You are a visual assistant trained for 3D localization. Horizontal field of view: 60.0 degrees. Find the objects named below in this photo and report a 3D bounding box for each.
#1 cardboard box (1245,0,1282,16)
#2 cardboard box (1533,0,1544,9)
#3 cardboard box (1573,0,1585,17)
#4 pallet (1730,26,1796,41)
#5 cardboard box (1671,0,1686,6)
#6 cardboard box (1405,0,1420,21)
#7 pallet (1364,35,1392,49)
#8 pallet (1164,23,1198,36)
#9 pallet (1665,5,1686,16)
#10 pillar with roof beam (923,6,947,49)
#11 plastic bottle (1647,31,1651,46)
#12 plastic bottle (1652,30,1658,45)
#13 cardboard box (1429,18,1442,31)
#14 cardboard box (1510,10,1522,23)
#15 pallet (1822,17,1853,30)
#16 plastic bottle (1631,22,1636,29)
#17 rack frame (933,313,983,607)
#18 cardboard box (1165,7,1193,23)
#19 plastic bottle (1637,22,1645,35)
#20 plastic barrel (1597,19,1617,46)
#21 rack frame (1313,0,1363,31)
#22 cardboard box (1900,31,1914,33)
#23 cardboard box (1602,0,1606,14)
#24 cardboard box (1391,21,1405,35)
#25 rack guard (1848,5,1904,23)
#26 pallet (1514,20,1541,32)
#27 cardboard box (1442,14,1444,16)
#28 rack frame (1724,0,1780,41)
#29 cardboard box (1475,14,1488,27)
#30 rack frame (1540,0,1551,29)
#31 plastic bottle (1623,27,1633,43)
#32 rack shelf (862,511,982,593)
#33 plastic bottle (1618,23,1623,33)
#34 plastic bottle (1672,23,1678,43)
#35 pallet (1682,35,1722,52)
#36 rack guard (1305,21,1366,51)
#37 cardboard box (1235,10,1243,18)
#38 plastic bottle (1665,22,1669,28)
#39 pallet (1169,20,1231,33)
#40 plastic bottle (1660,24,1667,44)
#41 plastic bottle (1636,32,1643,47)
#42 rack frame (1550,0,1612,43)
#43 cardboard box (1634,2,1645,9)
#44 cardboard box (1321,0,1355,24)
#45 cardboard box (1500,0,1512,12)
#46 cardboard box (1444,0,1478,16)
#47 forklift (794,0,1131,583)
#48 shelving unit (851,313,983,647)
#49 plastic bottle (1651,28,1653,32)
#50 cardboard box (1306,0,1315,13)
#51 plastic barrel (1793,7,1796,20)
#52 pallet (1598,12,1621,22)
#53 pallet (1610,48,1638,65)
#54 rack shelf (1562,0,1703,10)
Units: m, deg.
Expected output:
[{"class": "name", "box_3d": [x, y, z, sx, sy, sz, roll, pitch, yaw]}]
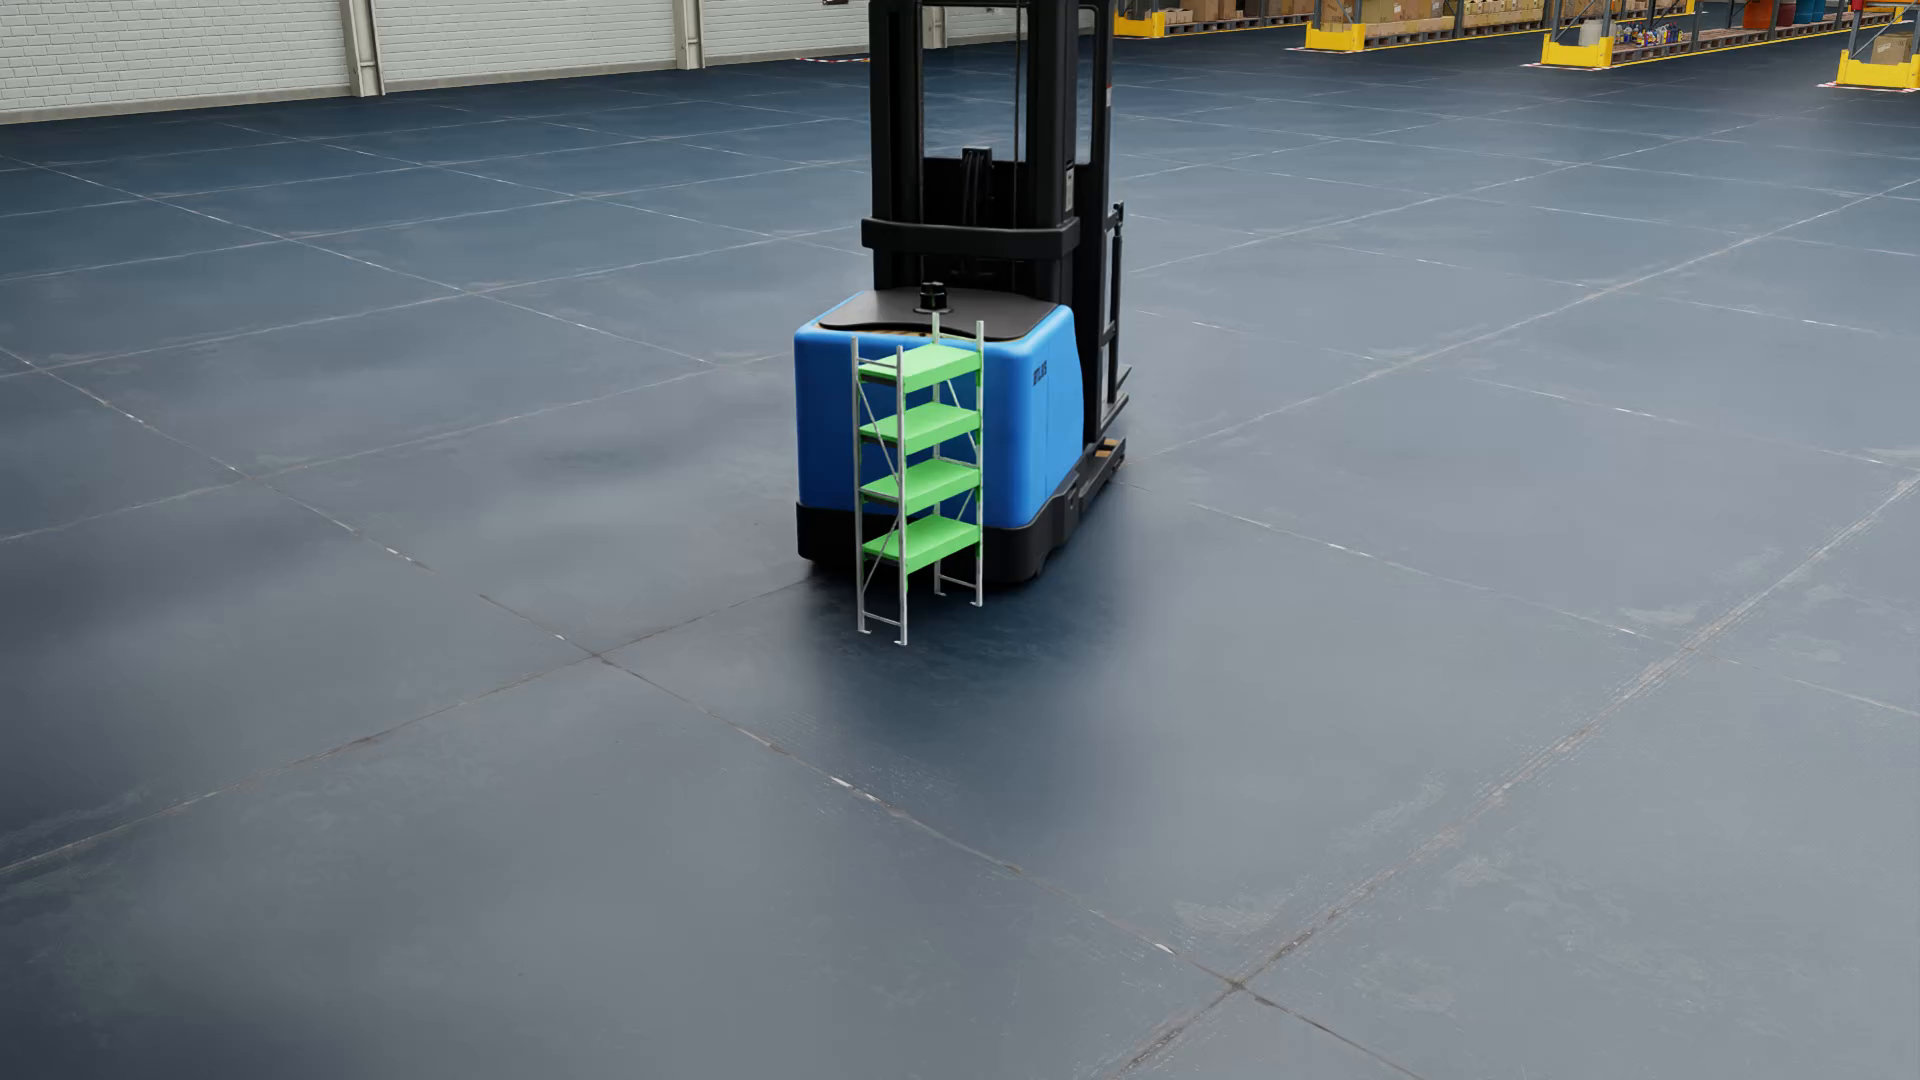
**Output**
[{"class": "cardboard box", "box_3d": [7.111, -12.560, 38.942, 0.500, 0.500, 0.700, -19, 28, -40]}, {"class": "cardboard box", "box_3d": [12.763, -12.095, 37.328, 0.500, 0.311, 0.500, -19, 28, -41]}, {"class": "cardboard box", "box_3d": [14.189, -12.465, 38.695, 0.500, 0.500, 0.500, 19, 28, 40]}, {"class": "pallet", "box_3d": [17.018, -10.788, 35.348, 1.003, 0.211, 1.213, 19, 28, 41]}, {"class": "cardboard box", "box_3d": [18.330, -14.011, 42.717, 0.500, 0.500, 0.500, 19, 28, 41]}, {"class": "cardboard box", "box_3d": [8.953, -10.791, 33.670, 0.500, 0.500, 0.500, 19, 28, 41]}, {"class": "pallet", "box_3d": [7.874, -9.966, 33.210, 1.003, 0.211, 1.213, 19, 28, 41]}, {"class": "pallet", "box_3d": [4.464, -11.218, 36.466, 1.003, 0.211, 1.213, 19, 28, 41]}, {"class": "pallet", "box_3d": [17.924, -13.647, 42.787, 1.003, 0.211, 1.213, 19, 28, 41]}, {"class": "pillar with roof beam", "box_3d": [2.586, -12.877, 28.533, 9.100, 9.000, 0.400, 19, 28, 41]}, {"class": "plastic bottle", "box_3d": [12.644, -9.228, 30.592, 0.097, 0.271, 0.097, 0, 21, 0]}, {"class": "plastic bottle", "box_3d": [12.856, -9.306, 30.795, 0.097, 0.271, 0.097, 0, 21, 0]}, {"class": "cardboard box", "box_3d": [9.638, -10.702, 34.484, 0.500, 0.250, 0.500, 19, 28, 41]}, {"class": "cardboard box", "box_3d": [12.049, -11.572, 36.747, 0.500, 0.250, 0.500, -19, 28, -41]}, {"class": "pallet", "box_3d": [19.774, -11.802, 37.986, 1.003, 0.211, 1.213, 19, 28, 41]}, {"class": "plastic bottle", "box_3d": [12.847, -9.714, 31.745, 0.185, 0.351, 0.144, -19, 28, -41]}, {"class": "rack frame", "box_3d": [-0.009, -0.310, 6.710, 0.240, 1.200, 0.015, 15, 26, 35]}, {"class": "cardboard box", "box_3d": [4.764, -11.552, 36.583, 0.500, 0.311, 0.500, -17, 27, -38]}, {"class": "plastic bottle", "box_3d": [12.951, -9.678, 31.651, 0.144, 0.351, 0.185, 19, 28, 41]}, {"class": "plastic barrel", "box_3d": [11.671, -9.172, 30.139, 0.421, 0.512, 0.421, 0, 21, 0]}, {"class": "rack frame", "box_3d": [7.371, -11.061, 32.171, 1.000, 3.000, 0.127, 19, 28, 41]}, {"class": "cardboard box", "box_3d": [15.756, -8.085, 27.326, 0.500, 0.500, 0.500, -17, 27, -37]}, {"class": "cardboard box", "box_3d": [15.252, -12.861, 39.724, 0.500, 0.500, 0.500, 19, 28, 41]}, {"class": "cardboard box", "box_3d": [8.600, -10.313, 33.474, 0.500, 0.250, 0.500, 19, 28, 41]}, {"class": "rack guard", "box_3d": [22.086, -12.776, 40.117, 1.175, 0.500, 0.348, 19, 28, 41]}, {"class": "pallet", "box_3d": [12.349, -11.614, 37.496, 1.003, 0.211, 1.213, 19, 28, 41]}, {"class": "cardboard box", "box_3d": [10.243, -11.181, 35.730, 0.500, 0.250, 0.500, 19, 28, 40]}, {"class": "rack frame", "box_3d": [16.498, -11.877, 34.293, 1.000, 3.000, 0.127, 19, 28, 41]}, {"class": "cardboard box", "box_3d": [10.978, -11.174, 35.714, 0.500, 0.250, 0.500, -19, 28, -41]}, {"class": "rack frame", "box_3d": [12.952, -13.117, 37.521, 1.000, 3.000, 0.127, 19, 28, 41]}, {"class": "plastic bottle", "box_3d": [12.543, -9.490, 31.268, 0.152, 0.276, 0.135, 19, 28, 41]}, {"class": "rack shelf", "box_3d": [-0.158, 0.043, 6.639, 0.258, 0.148, 0.480, 15, 26, 35]}, {"class": "plastic bottle", "box_3d": [12.419, -9.556, 31.334, 0.144, 0.351, 0.185, 19, 28, 40]}, {"class": "plastic bottle", "box_3d": [13.465, -9.580, 31.396, 0.144, 0.351, 0.185, 18, 28, 39]}, {"class": "pallet", "box_3d": [14.228, -9.758, 32.669, 1.003, 0.211, 1.213, 19, 28, 41]}, {"class": "rack guard", "box_3d": [7.354, -9.888, 32.603, 1.175, 0.500, 0.348, 19, 28, 41]}, {"class": "cardboard box", "box_3d": [6.258, -12.066, 38.121, 0.380, 0.166, 0.250, 15, 26, 34]}, {"class": "plastic bottle", "box_3d": [13.362, -9.616, 31.490, 0.144, 0.351, 0.185, 19, 28, 41]}, {"class": "pallet", "box_3d": [5.315, -11.530, 37.278, 1.003, 0.211, 1.213, 19, 28, 41]}, {"class": "plastic bottle", "box_3d": [13.106, -9.447, 31.052, 0.144, 0.351, 0.185, 19, 28, 40]}, {"class": "plastic bottle", "box_3d": [12.405, -9.140, 30.363, 0.097, 0.271, 0.097, 0, 21, 0]}, {"class": "rack frame", "box_3d": [10.917, -9.820, 28.943, 1.000, 3.000, 0.127, 19, 28, 41]}, {"class": "cardboard box", "box_3d": [16.786, -13.307, 41.351, 0.380, 0.166, 0.250, 19, 28, 41]}, {"class": "cardboard box", "box_3d": [7.532, -10.536, 33.007, 0.500, 0.500, 0.500, 19, 28, 41]}, {"class": "cardboard box", "box_3d": [11.700, -11.703, 36.307, 0.500, 0.311, 0.500, -19, 28, -41]}, {"class": "cardboard box", "box_3d": [10.628, -11.307, 35.278, 0.500, 0.311, 0.500, 19, 28, 41]}, {"class": "forklift", "box_3d": [0.215, -1.687, 7.879, 1.130, 2.935, 3.031, 6, 22, 16]}, {"class": "shelving unit", "box_3d": [-0.158, -0.241, 6.530, 0.258, 1.200, 0.503, 15, 26, 35]}, {"class": "plastic bottle", "box_3d": [12.913, -9.402, 31.027, 0.061, 0.283, 0.133, 19, 28, 41]}, {"class": "cardboard box", "box_3d": [8.166, -12.959, 39.979, 0.700, 0.500, 0.500, 19, 28, 40]}, {"class": "plastic barrel", "box_3d": [17.945, -11.499, 36.194, 0.421, 0.512, 0.421, 0, 21, 0]}, {"class": "pallet", "box_3d": [15.202, -12.625, 40.128, 1.003, 0.211, 1.213, 19, 28, 41]}, {"class": "pallet", "box_3d": [11.507, -8.757, 30.065, 1.003, 0.211, 1.213, 19, 28, 41]}, {"class": "rack shelf", "box_3d": [12.312, -9.999, 30.410, 1.077, 0.370, 4.000, 19, 28, 41]}]
